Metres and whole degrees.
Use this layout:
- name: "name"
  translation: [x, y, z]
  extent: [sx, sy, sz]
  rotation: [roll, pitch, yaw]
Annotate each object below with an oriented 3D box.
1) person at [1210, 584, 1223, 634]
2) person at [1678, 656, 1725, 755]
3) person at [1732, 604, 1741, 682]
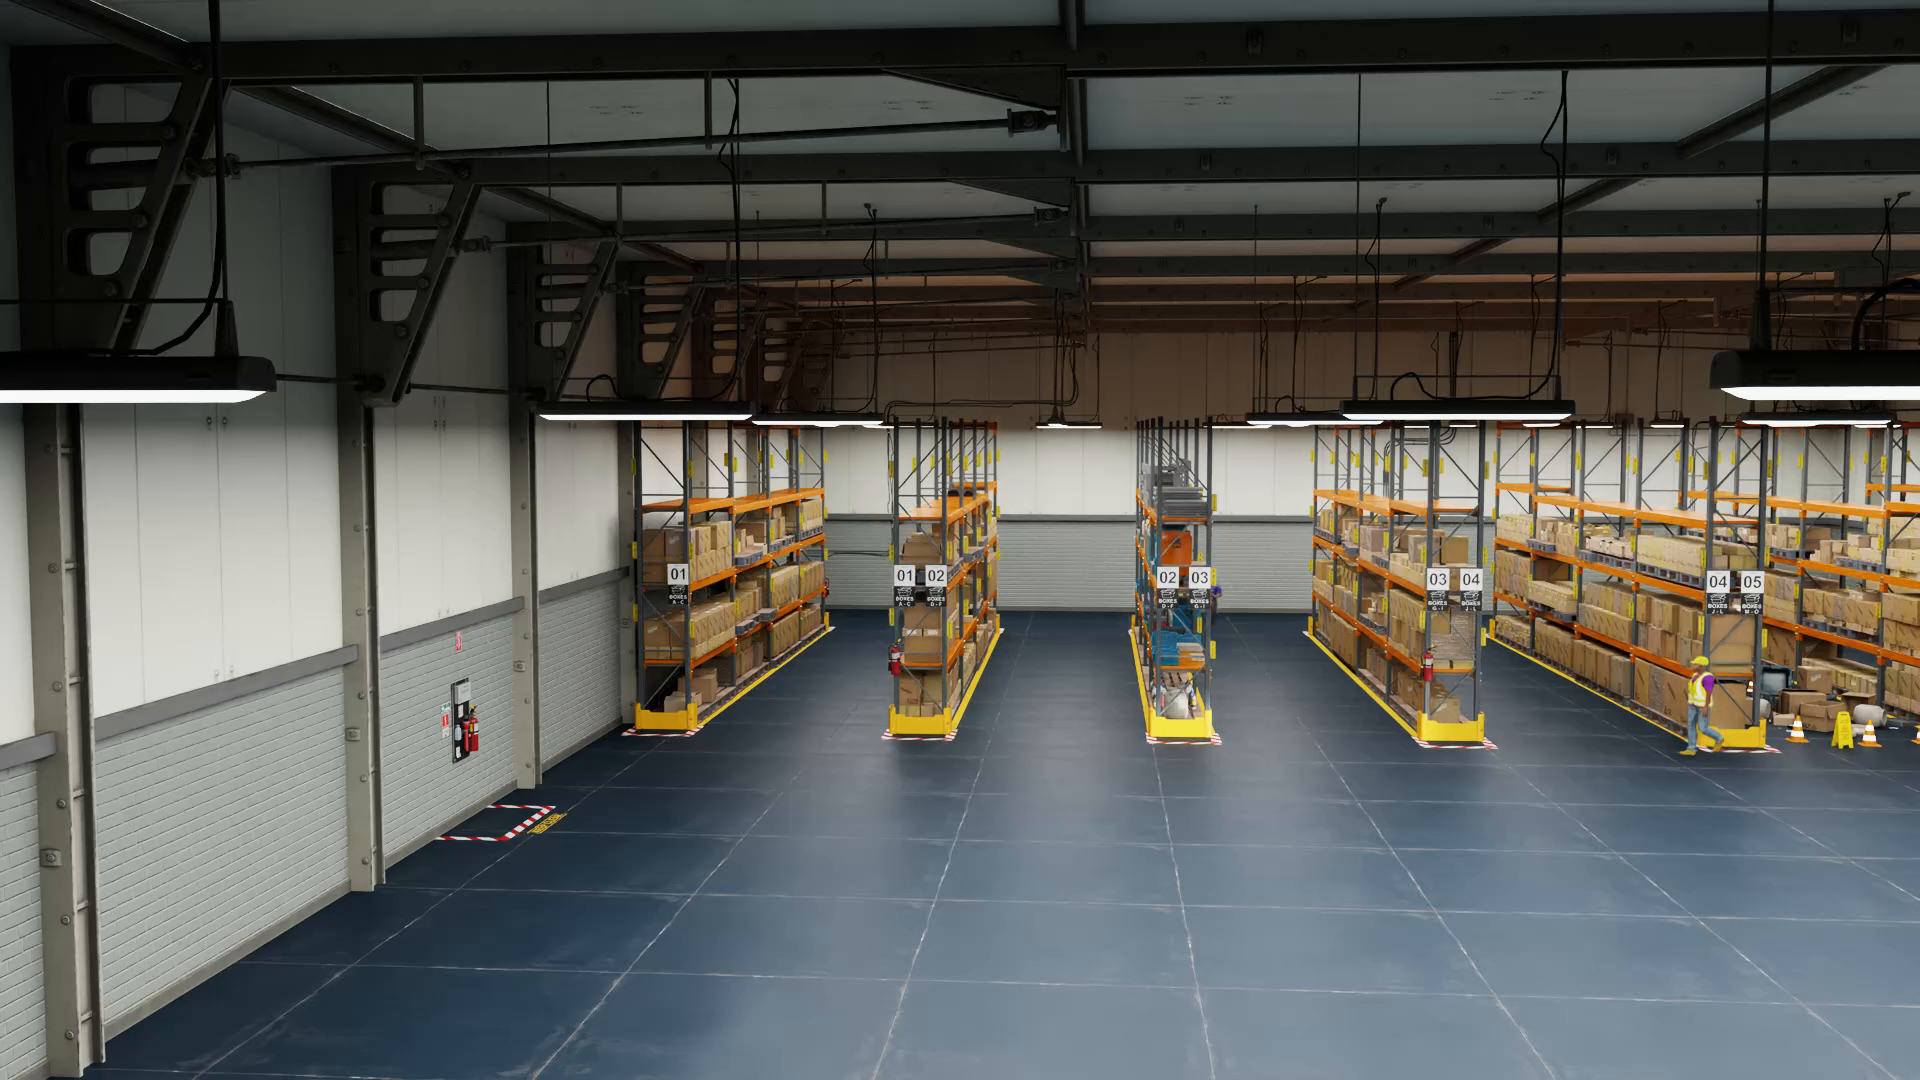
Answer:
- name: "person"
  translation: [7.152, 1.804, 47.107]
  extent: [0.556, 1.609, 1.028]
  rotation: [0, 4, 4]
- name: "person"
  translation: [13.077, 2.924, 29.297]
  extent: [0.763, 1.760, 0.541]
  rotation: [-1, 4, -21]
- name: "person"
  translation: [17.641, 2.361, 37.903]
  extent: [0.602, 1.799, 0.689]
  rotation: [0, 4, -6]
